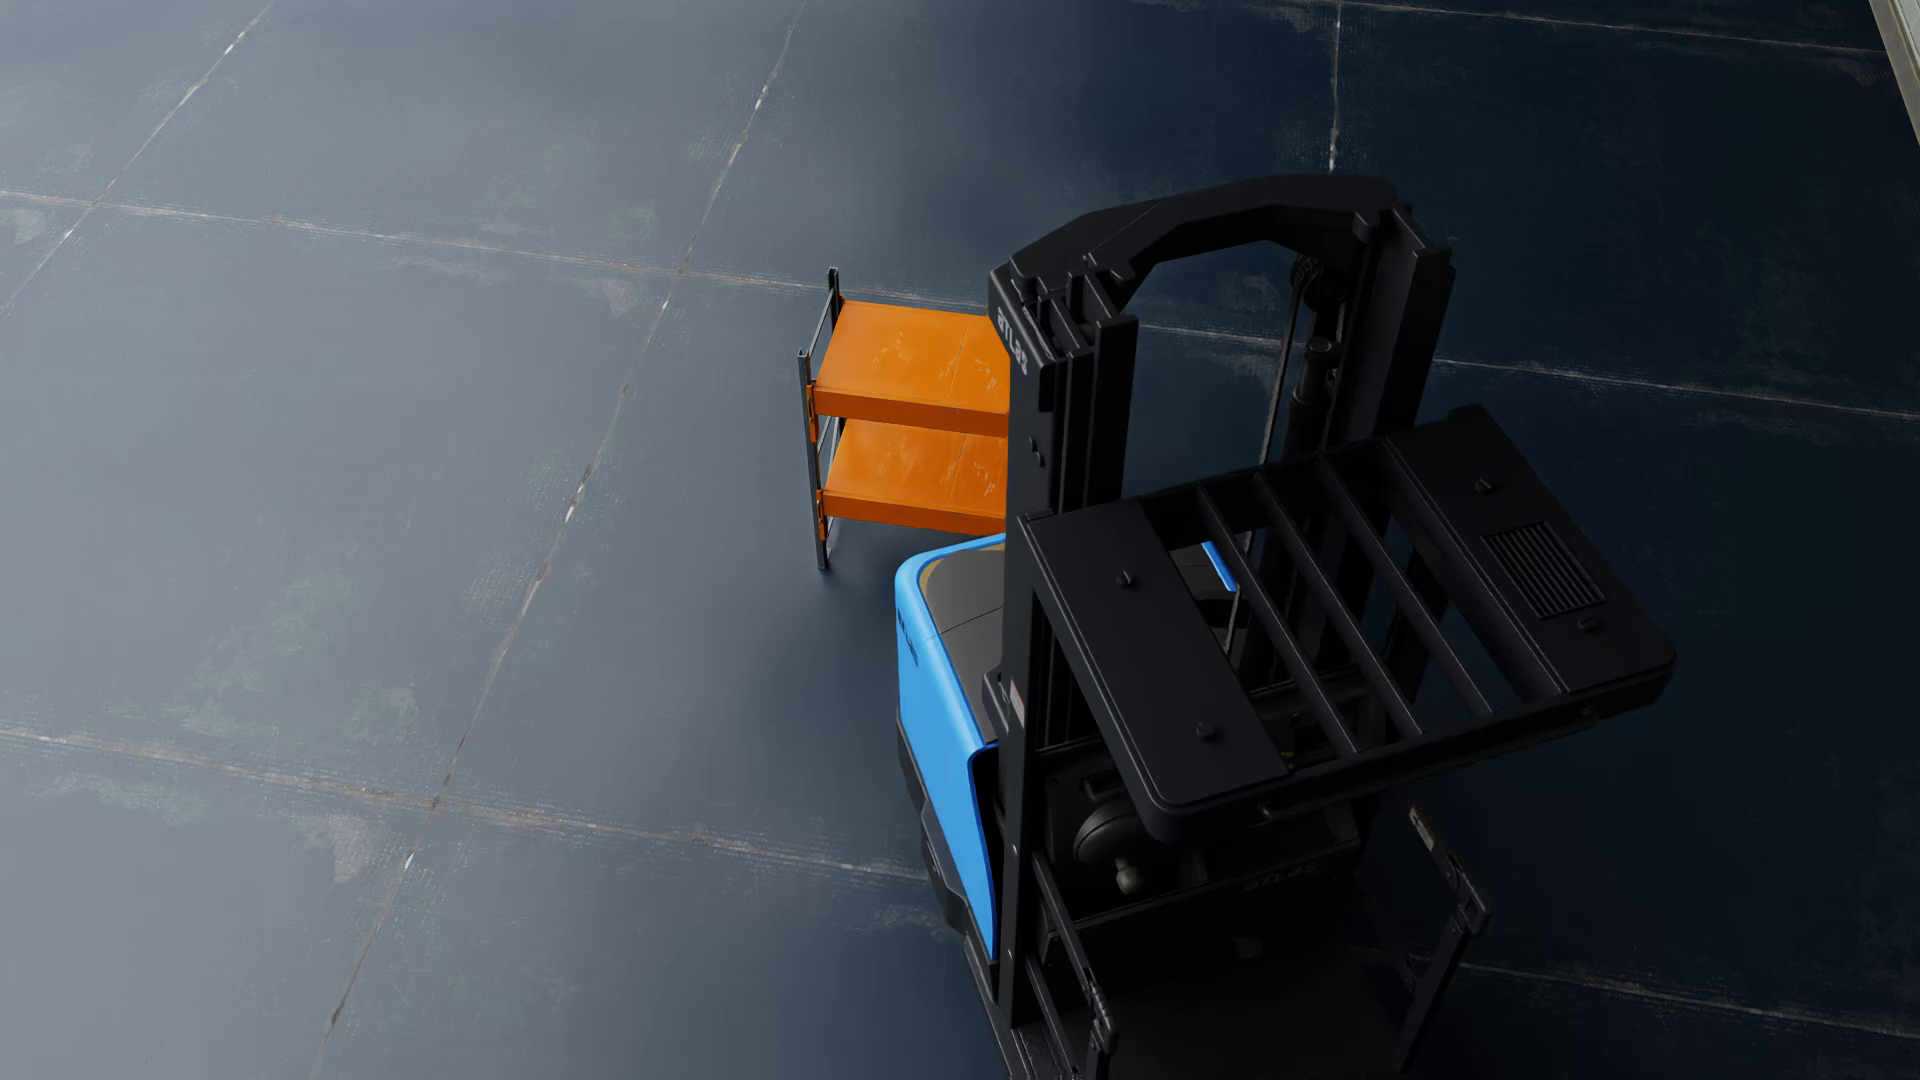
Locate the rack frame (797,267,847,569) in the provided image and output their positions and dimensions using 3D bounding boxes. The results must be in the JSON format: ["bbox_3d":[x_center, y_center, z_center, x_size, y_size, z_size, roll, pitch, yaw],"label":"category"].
[{"bbox_3d":[-0.507,-0.444,6.365,0.032,1.125,0.500,8,49,7],"label":"rack frame"}]

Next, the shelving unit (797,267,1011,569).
[{"bbox_3d":[-0.007,-0.377,6.304,1.048,1.125,0.538,8,49,7],"label":"shelving unit"}]

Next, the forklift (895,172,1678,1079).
[{"bbox_3d":[0.726,0.726,4.099,1.130,2.935,3.031,-14,50,-12],"label":"forklift"}]

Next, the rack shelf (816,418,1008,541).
[{"bbox_3d":[-0.007,-0.213,6.486,1.000,0.278,0.538,8,49,7],"label":"rack shelf"}]

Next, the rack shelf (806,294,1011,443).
[{"bbox_3d":[-0.007,-0.572,6.087,1.000,0.278,0.538,8,49,7],"label":"rack shelf"}]
